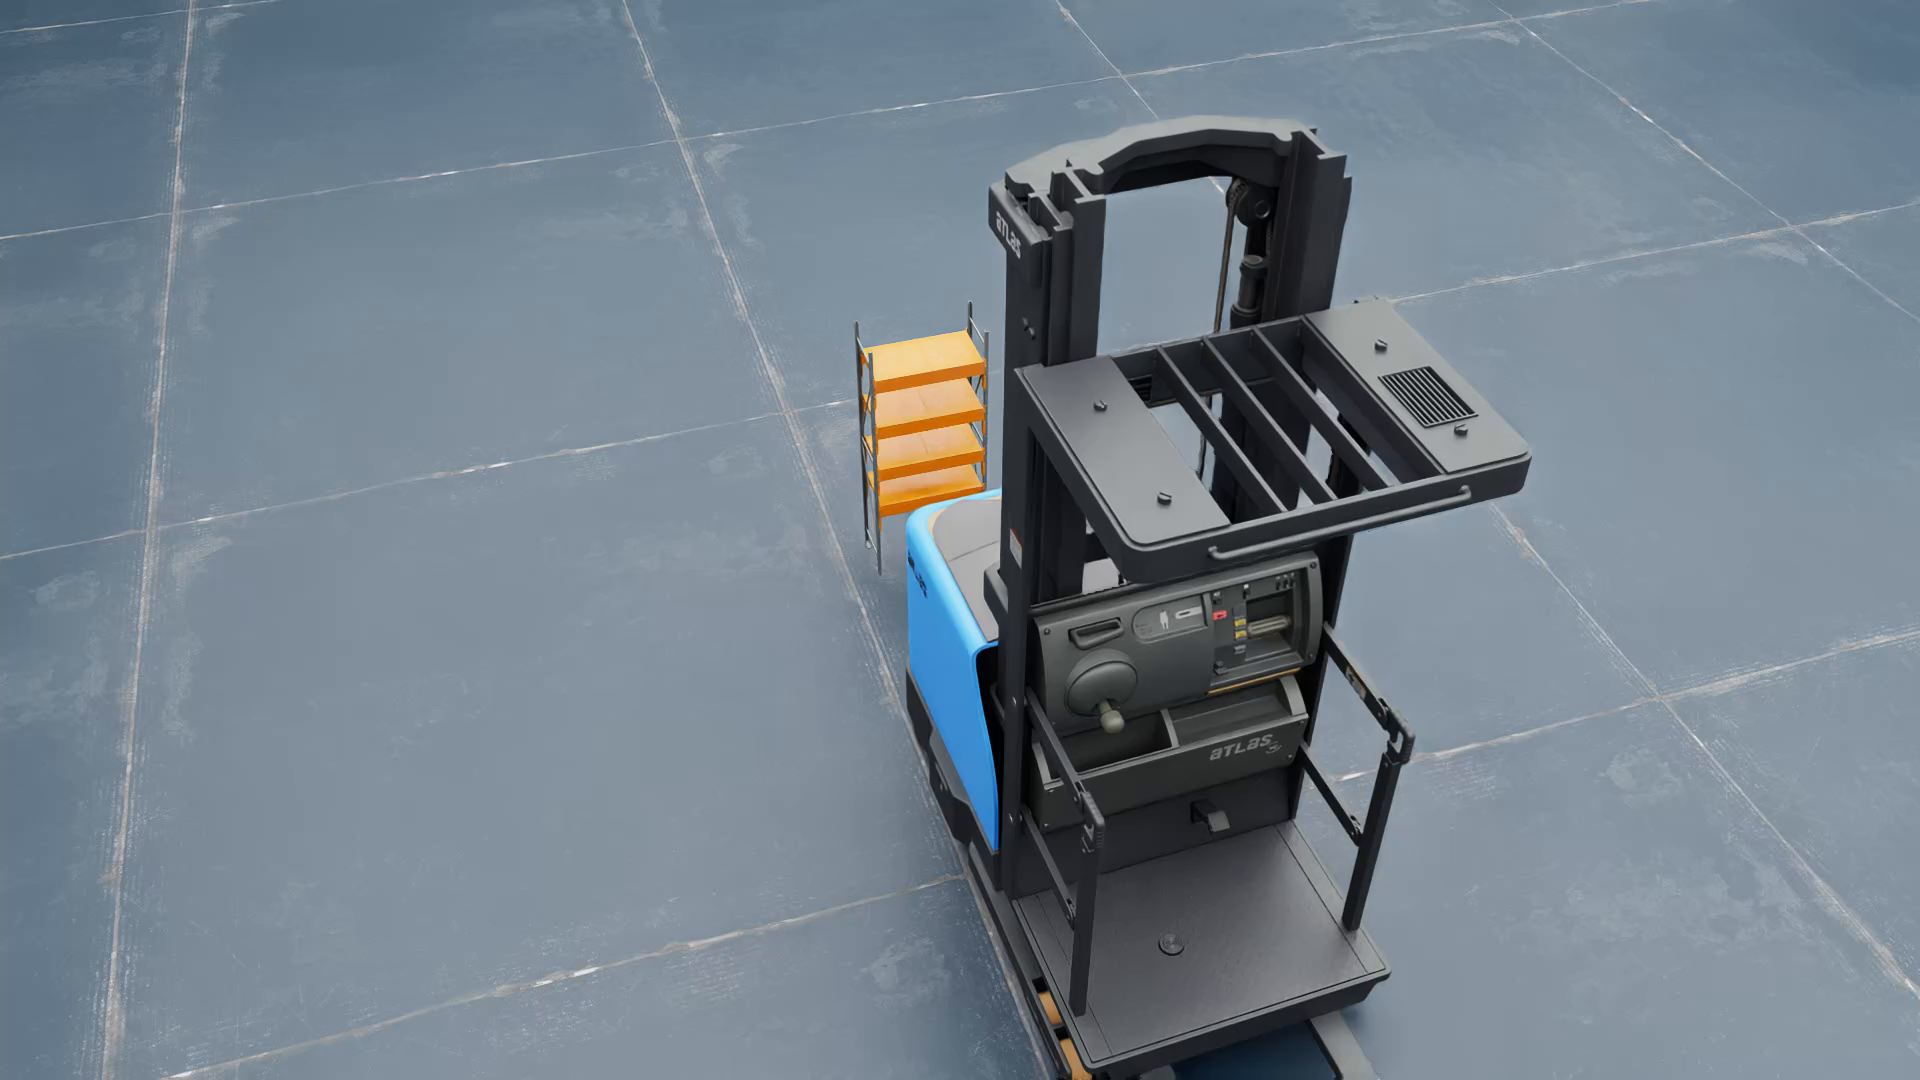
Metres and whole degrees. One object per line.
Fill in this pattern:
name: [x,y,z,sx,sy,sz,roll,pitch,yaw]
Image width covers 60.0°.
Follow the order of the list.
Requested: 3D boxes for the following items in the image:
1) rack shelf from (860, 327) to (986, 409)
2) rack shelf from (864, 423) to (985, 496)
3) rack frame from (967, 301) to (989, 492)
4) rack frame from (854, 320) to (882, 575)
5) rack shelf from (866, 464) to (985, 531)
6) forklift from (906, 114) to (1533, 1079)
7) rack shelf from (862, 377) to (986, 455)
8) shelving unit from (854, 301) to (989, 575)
rack shelf: [-0.158,-0.715,6.909,0.480,0.148,0.258,-12,42,-13]
rack shelf: [-0.158,-0.368,7.212,0.480,0.148,0.258,-12,42,-13]
rack frame: [0.075,-0.467,7.223,0.015,1.200,0.240,-12,42,-13]
rack frame: [-0.391,-0.371,7.112,0.015,1.200,0.240,-12,42,-13]
rack shelf: [-0.158,-0.219,7.342,0.480,0.148,0.258,-12,42,-13]
forklift: [0.752,0.400,4.915,1.130,2.935,3.031,-13,43,-14]
rack shelf: [-0.158,-0.537,7.064,0.480,0.148,0.258,-12,42,-13]
shelving unit: [-0.158,-0.419,7.167,0.503,1.200,0.258,-12,42,-13]
